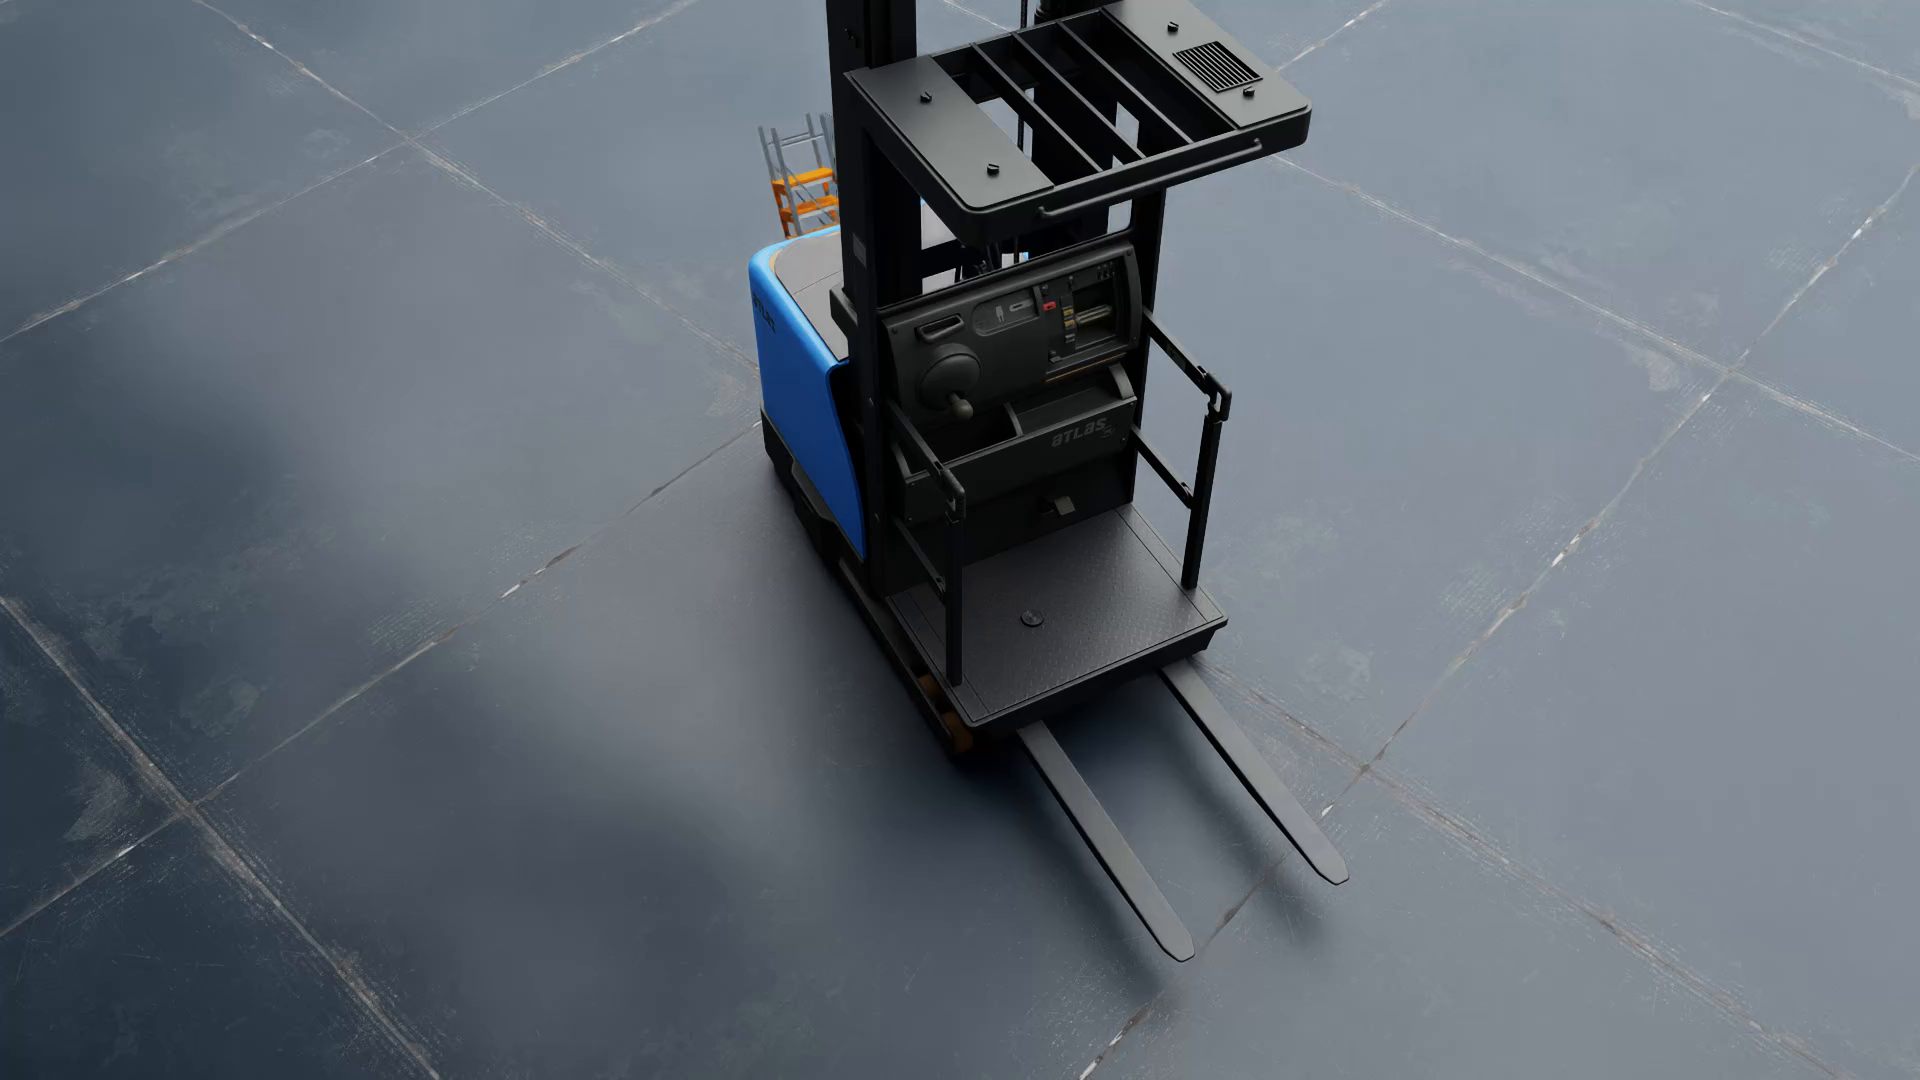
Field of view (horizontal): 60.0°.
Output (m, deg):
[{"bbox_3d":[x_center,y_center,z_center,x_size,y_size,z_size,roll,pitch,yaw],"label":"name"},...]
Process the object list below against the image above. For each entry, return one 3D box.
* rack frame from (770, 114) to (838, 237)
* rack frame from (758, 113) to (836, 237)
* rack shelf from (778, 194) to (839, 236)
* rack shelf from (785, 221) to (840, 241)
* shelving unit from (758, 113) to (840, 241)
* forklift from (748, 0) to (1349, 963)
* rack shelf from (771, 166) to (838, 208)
[{"bbox_3d":[-0.549,-1.198,7.134,0.240,1.200,0.006,-20,22,-18],"label":"rack frame"},{"bbox_3d":[-0.623,-1.244,7.295,0.240,1.200,0.006,-20,22,-18],"label":"rack frame"},{"bbox_3d":[-0.628,-1.399,7.145,0.258,0.103,0.180,-20,22,-18],"label":"rack shelf"},{"bbox_3d":[-0.602,-1.290,7.188,0.258,0.103,0.180,-20,22,-18],"label":"rack shelf"},{"bbox_3d":[-0.586,-1.221,7.215,0.258,1.200,0.189,-20,22,-18],"label":"shelving unit"},{"bbox_3d":[0.293,-0.596,5.408,1.130,2.935,3.031,-21,50,-19],"label":"forklift"},{"bbox_3d":[-0.653,-1.508,7.102,0.258,0.103,0.180,-20,22,-18],"label":"rack shelf"}]
